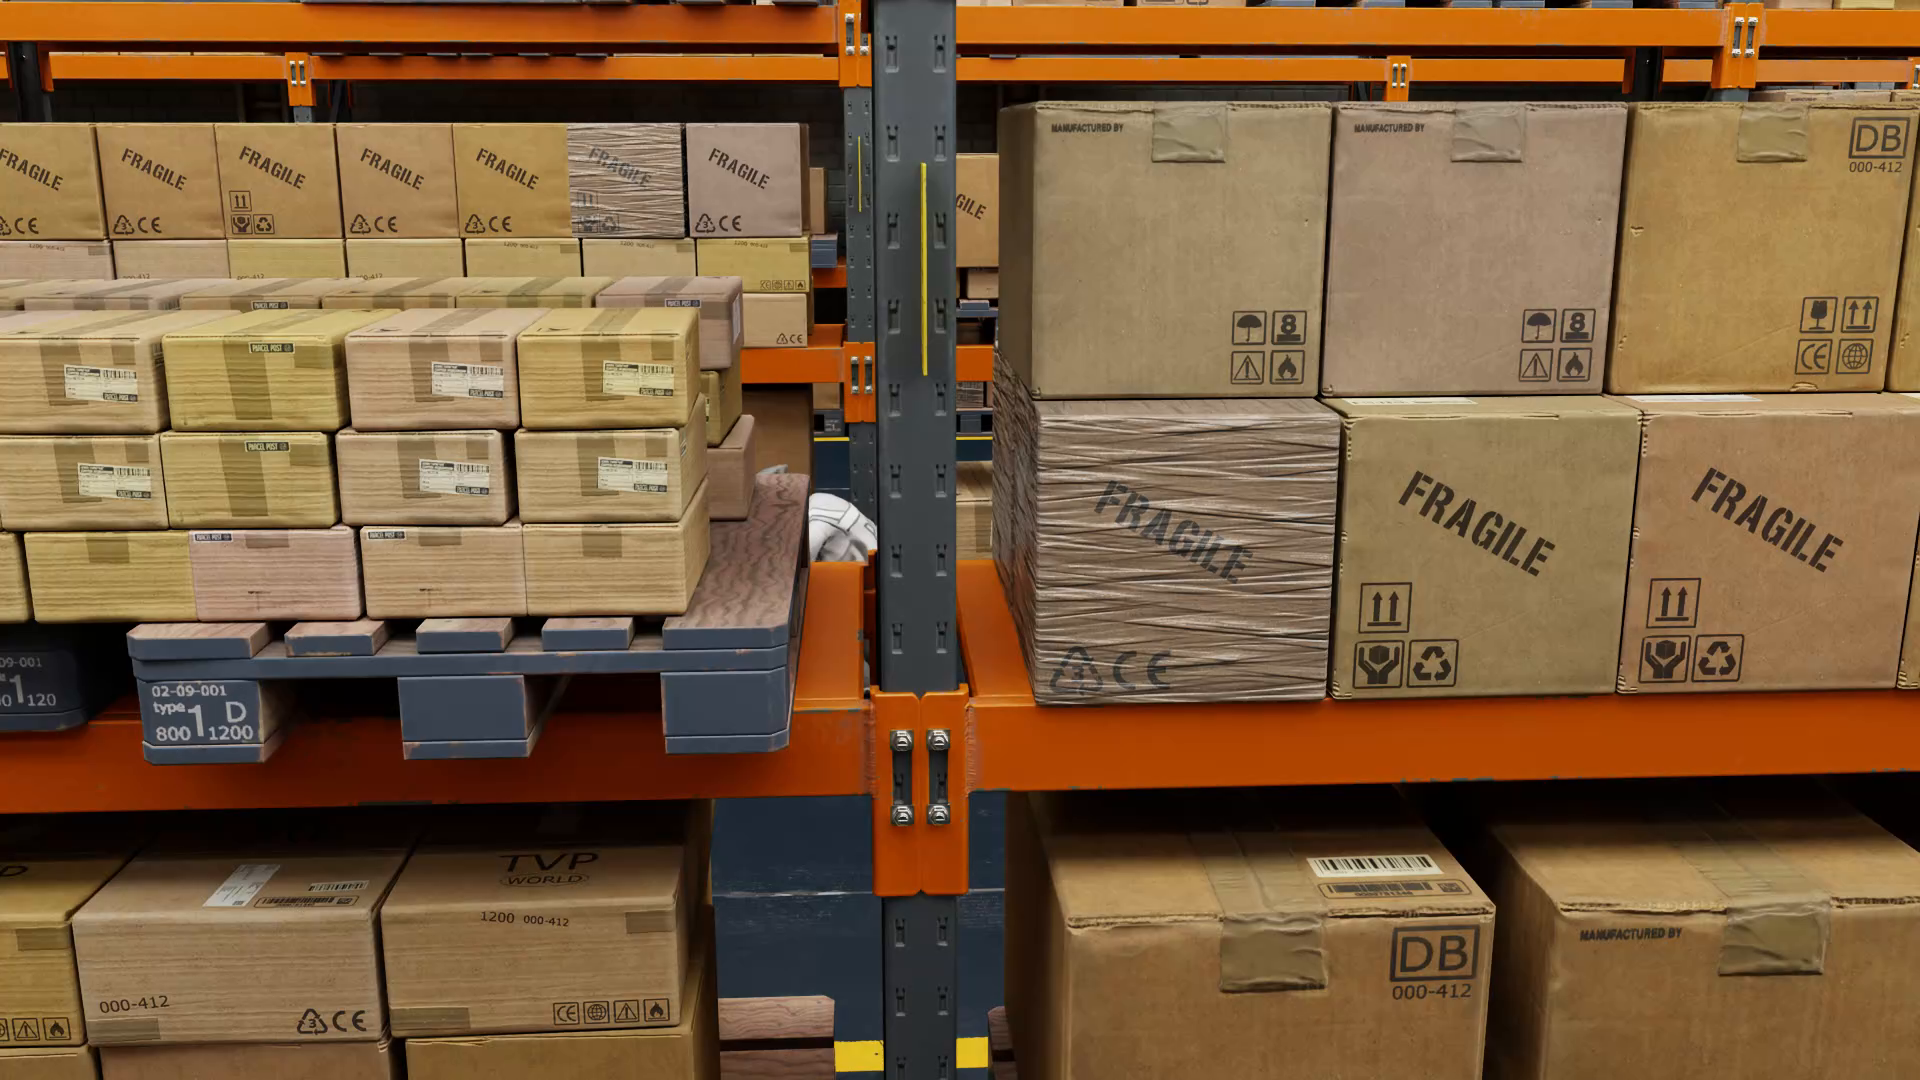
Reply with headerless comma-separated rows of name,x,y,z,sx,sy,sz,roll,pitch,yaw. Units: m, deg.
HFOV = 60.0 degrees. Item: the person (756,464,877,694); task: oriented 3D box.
person,-0.585,0.153,6.887,0.882,0.961,0.476,2,14,8
